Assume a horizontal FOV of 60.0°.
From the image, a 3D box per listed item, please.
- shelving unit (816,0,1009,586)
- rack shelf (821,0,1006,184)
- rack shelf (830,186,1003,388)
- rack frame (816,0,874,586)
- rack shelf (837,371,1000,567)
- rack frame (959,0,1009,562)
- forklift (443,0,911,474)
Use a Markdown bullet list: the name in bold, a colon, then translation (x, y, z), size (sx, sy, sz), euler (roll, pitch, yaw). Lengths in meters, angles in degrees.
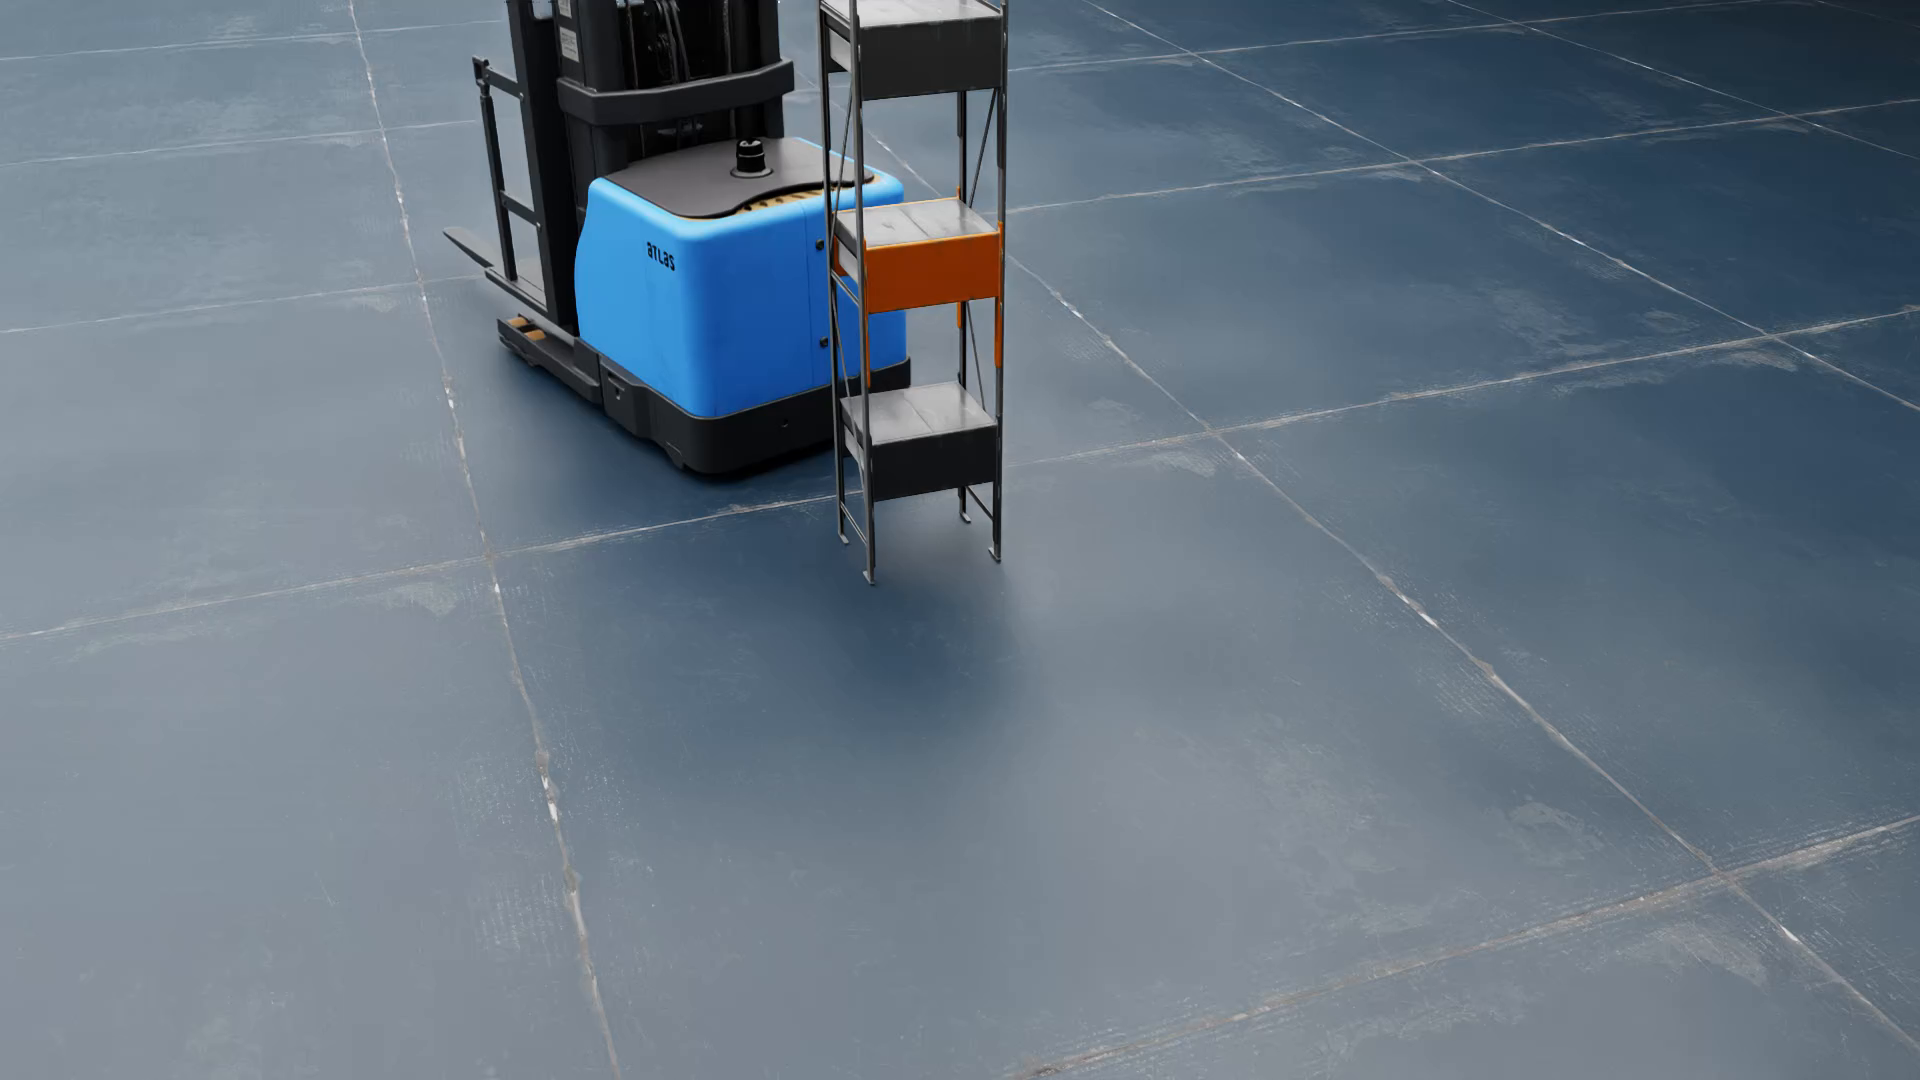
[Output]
- **shelving unit**: translation (-0.155, -0.884, 5.680), size (0.503, 2.100, 0.431), euler (-10, 31, -18)
- **rack shelf**: translation (-0.155, -1.480, 5.340), size (0.480, 0.518, 0.431), euler (-10, 31, -18)
- **rack shelf**: translation (-0.155, -0.872, 5.687), size (0.480, 0.518, 0.431), euler (-10, 31, -18)
- **rack frame**: translation (-0.384, -0.842, 5.606), size (0.015, 2.100, 0.400), euler (-10, 31, -18)
- **rack shelf**: translation (-0.155, -0.264, 6.033), size (0.480, 0.518, 0.431), euler (-10, 31, -18)
- **rack frame**: translation (0.074, -0.926, 5.754), size (0.015, 2.100, 0.400), euler (-10, 31, -18)
- **forklift**: translation (-1.503, -2.203, 7.157), size (1.130, 2.935, 3.031), euler (-21, 36, -32)
